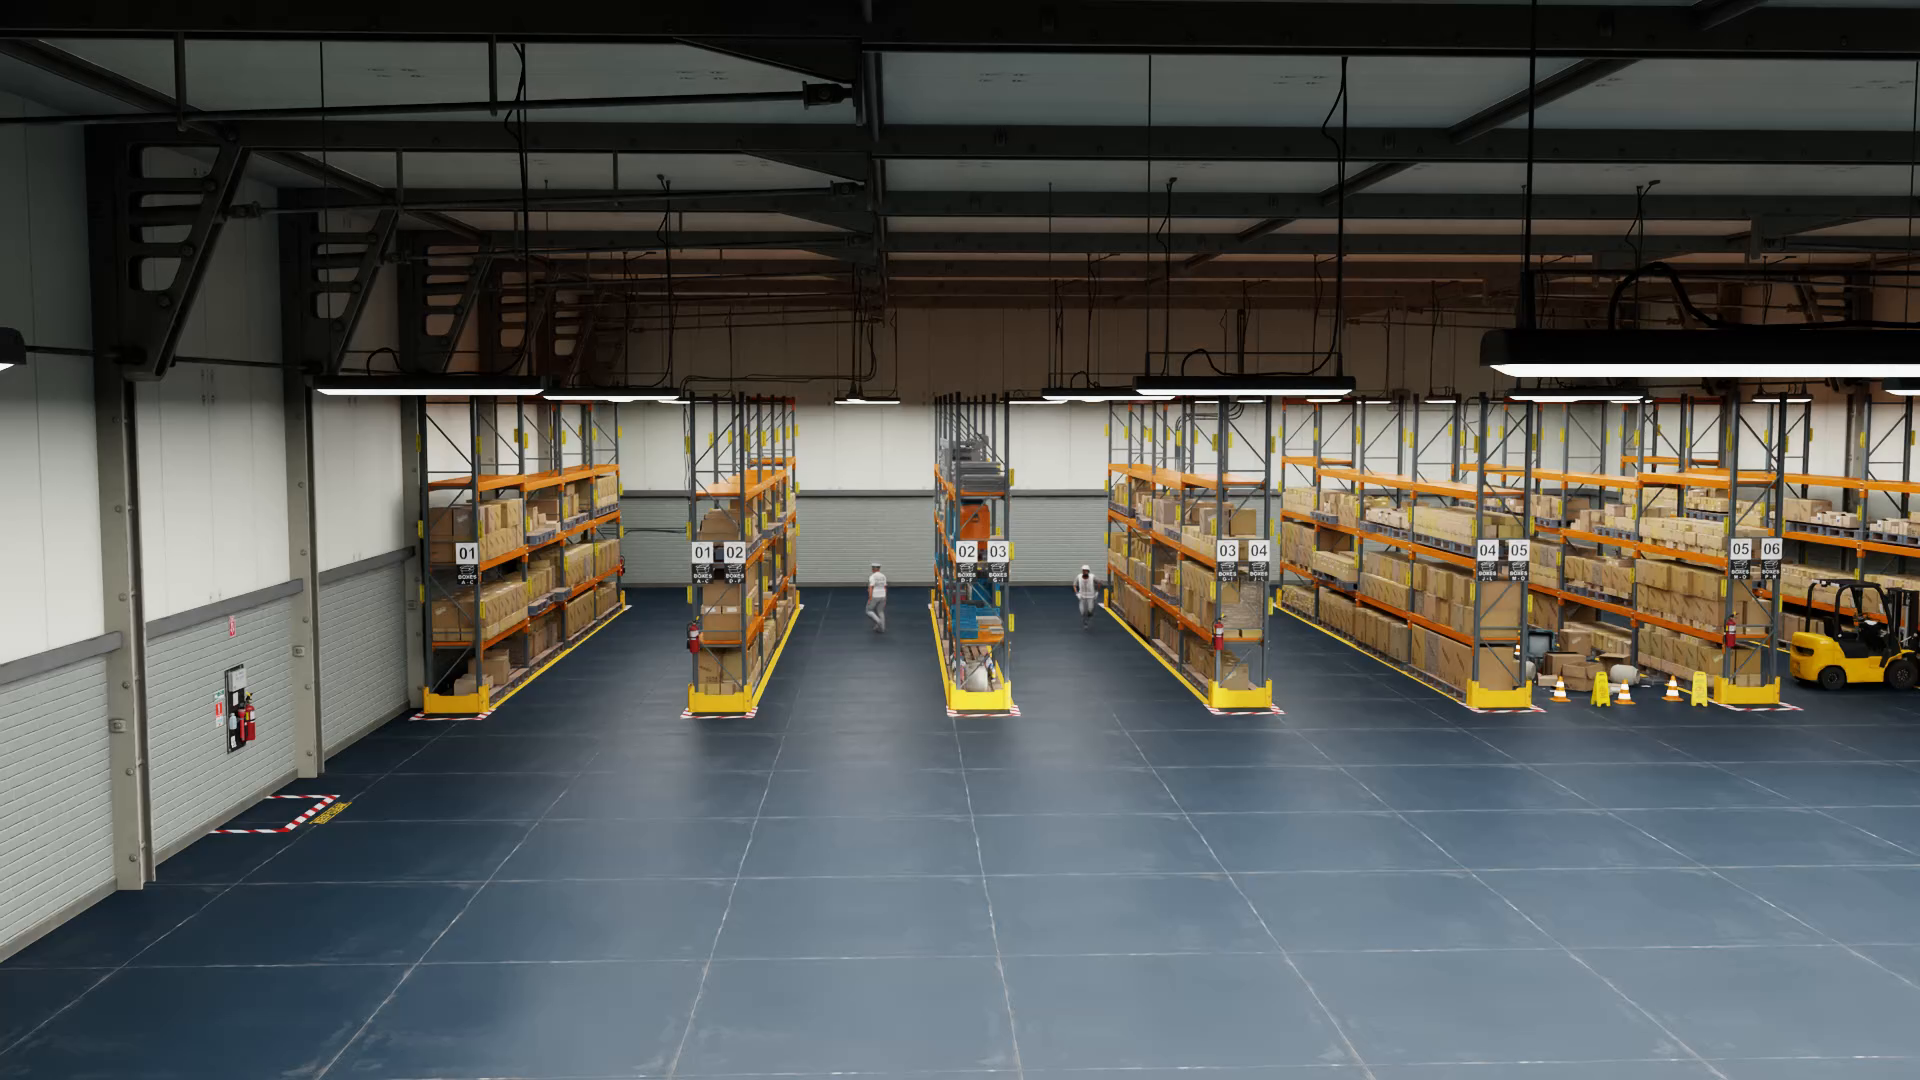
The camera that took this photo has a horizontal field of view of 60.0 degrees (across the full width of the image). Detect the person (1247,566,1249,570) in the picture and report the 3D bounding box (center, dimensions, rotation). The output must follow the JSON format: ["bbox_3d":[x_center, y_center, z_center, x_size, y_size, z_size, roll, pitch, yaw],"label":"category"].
[{"bbox_3d":[8.571,0.935,48.522,0.461,1.797,0.575,-1,5,-15],"label":"person"}]

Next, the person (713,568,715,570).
[{"bbox_3d":[-6.769,1.127,46.940,0.544,1.664,0.691,2,5,26],"label":"person"}]

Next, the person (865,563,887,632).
[{"bbox_3d":[-2.073,1.471,42.088,0.597,1.748,0.526,-4,6,-44],"label":"person"}]

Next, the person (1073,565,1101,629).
[{"bbox_3d":[3.265,1.465,42.730,0.721,1.683,0.649,1,5,9],"label":"person"}]
